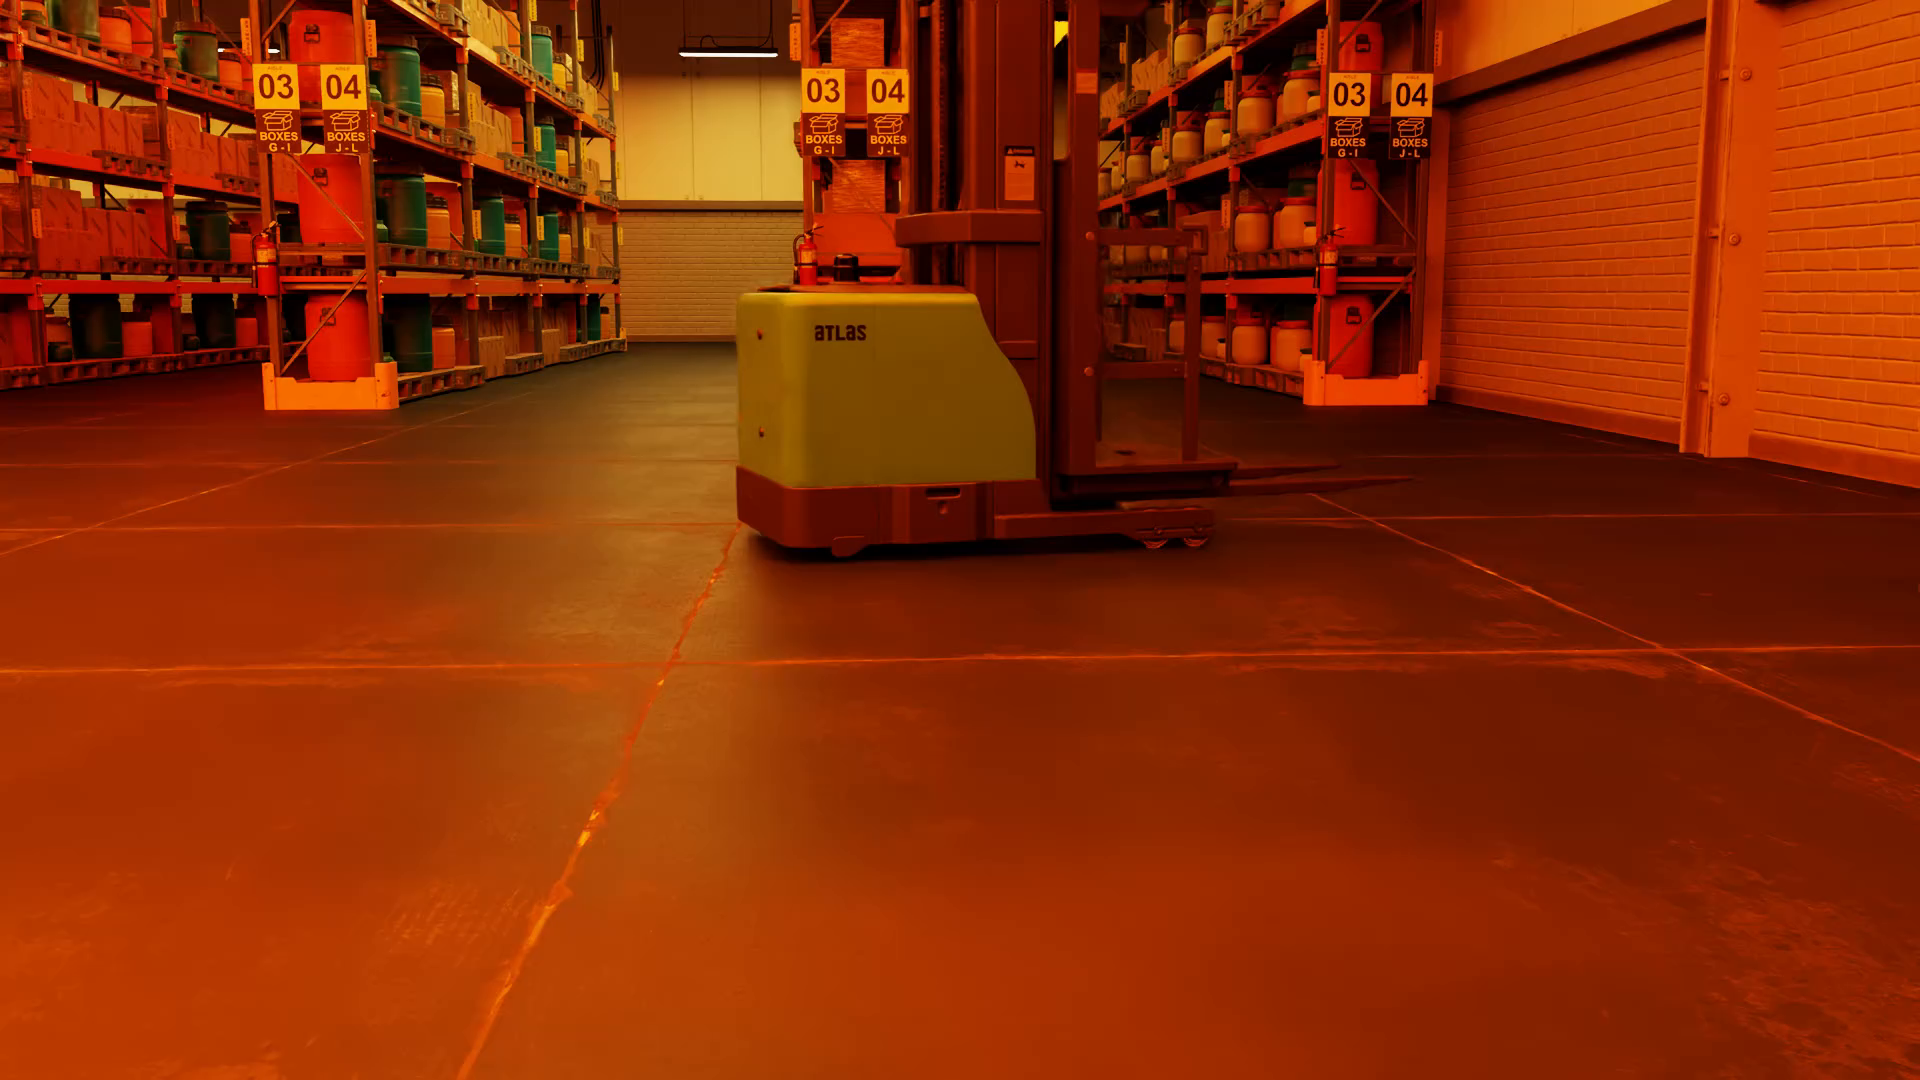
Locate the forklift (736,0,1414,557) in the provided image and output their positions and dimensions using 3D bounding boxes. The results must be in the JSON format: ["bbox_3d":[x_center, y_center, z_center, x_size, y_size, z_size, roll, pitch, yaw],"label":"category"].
[{"bbox_3d":[0.571,-1.488,7.350,3.031,2.935,1.130,-3,9,-19],"label":"forklift"}]
